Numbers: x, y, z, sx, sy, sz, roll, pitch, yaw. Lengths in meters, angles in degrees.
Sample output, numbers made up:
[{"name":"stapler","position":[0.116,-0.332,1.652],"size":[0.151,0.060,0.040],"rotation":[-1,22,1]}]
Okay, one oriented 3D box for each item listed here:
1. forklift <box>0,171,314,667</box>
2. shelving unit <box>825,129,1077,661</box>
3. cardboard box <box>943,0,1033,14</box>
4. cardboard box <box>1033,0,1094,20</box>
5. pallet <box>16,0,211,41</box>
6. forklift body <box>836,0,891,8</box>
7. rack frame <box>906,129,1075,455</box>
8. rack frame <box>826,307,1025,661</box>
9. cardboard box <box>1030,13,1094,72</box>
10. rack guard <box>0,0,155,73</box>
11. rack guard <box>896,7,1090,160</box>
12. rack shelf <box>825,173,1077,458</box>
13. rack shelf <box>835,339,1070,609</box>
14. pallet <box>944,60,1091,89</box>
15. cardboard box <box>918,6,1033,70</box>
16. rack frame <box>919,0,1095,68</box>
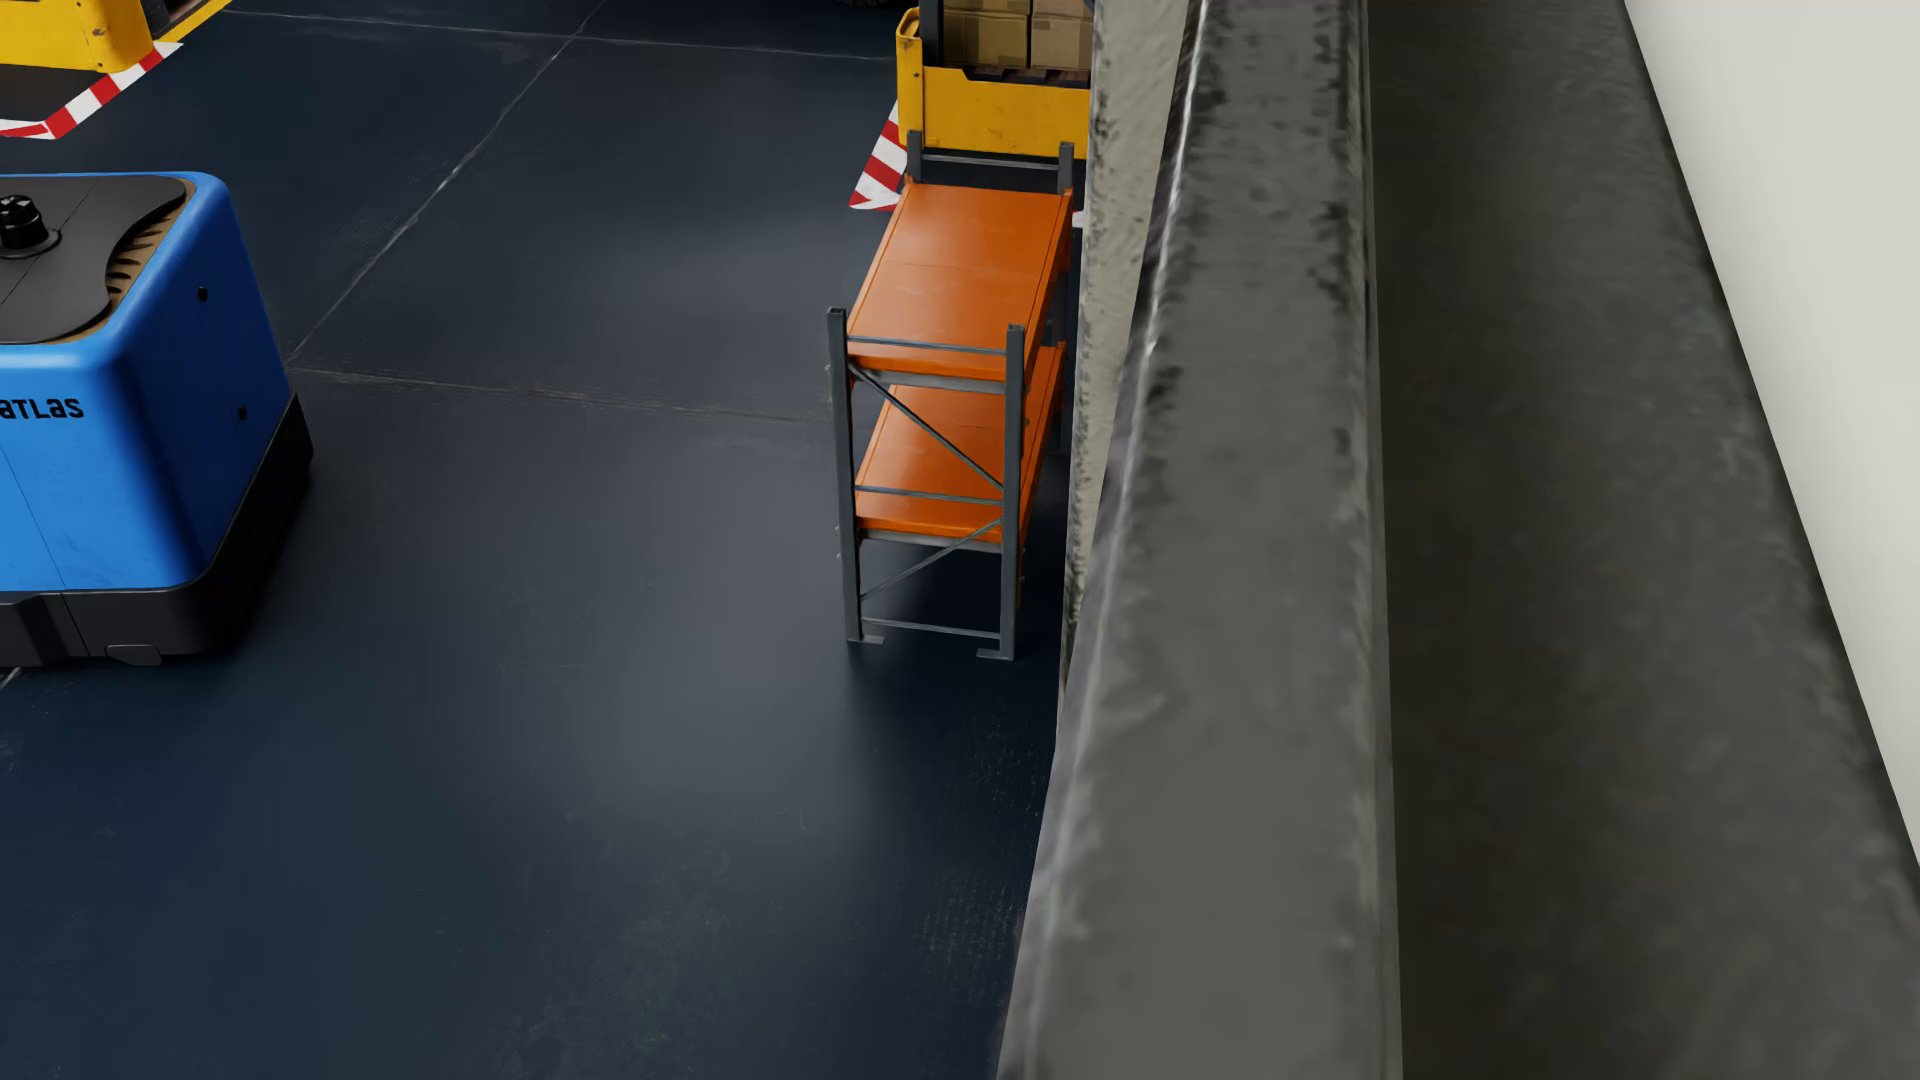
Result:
[{"name":"forklift","position":[-3.628,-1.053,4.223],"size":[3.031,2.935,1.130],"rotation":[-1,40,-1]},{"name":"shelving unit","position":[0.001,-0.438,4.897],"size":[0.538,1.125,1.048],"rotation":[6,40,8]},{"name":"cardboard box","position":[0.103,-2.594,7.470],"size":[0.500,0.250,0.500],"rotation":[6,40,7]},{"name":"cardboard box","position":[0.613,-2.527,7.388],"size":[0.500,0.250,0.500],"rotation":[7,40,8]},{"name":"pallet","position":[-4.374,-2.984,8.693],"size":[1.003,0.211,1.213],"rotation":[6,40,8]},{"name":"forklift body","position":[-1.142,-4.024,8.429],"size":[2.313,2.155,1.214],"rotation":[6,40,8]},{"name":"rack frame","position":[0.089,-0.757,5.283],"size":[0.500,1.125,0.032],"rotation":[6,40,8]},{"name":"rack frame","position":[-0.087,-0.119,4.511],"size":[0.500,1.125,0.032],"rotation":[6,40,8]},{"name":"cardboard box","position":[0.604,-2.348,7.565],"size":[0.500,0.250,0.500],"rotation":[7,40,8]},{"name":"rack guard","position":[-4.550,-2.589,7.989],"size":[1.175,0.500,0.348],"rotation":[6,40,8]},{"name":"rack guard","position":[0.323,-1.981,7.254],"size":[1.175,0.500,0.348],"rotation":[6,40,8]},{"name":"rack shelf","position":[0.001,-0.663,4.710],"size":[0.538,0.278,1.000],"rotation":[6,40,8]},{"name":"rack shelf","position":[0.001,-0.249,5.053],"size":[0.538,0.278,1.000],"rotation":[6,40,8]},{"name":"pallet","position":[0.418,-2.370,7.950],"size":[1.003,0.211,1.213],"rotation":[6,40,8]},{"name":"cardboard box","position":[0.097,-2.391,7.617],"size":[0.500,0.250,0.500],"rotation":[7,40,8]},{"name":"rack frame","position":[0.327,-2.960,6.476],"size":[1.000,3.000,0.127],"rotation":[6,40,8]}]
